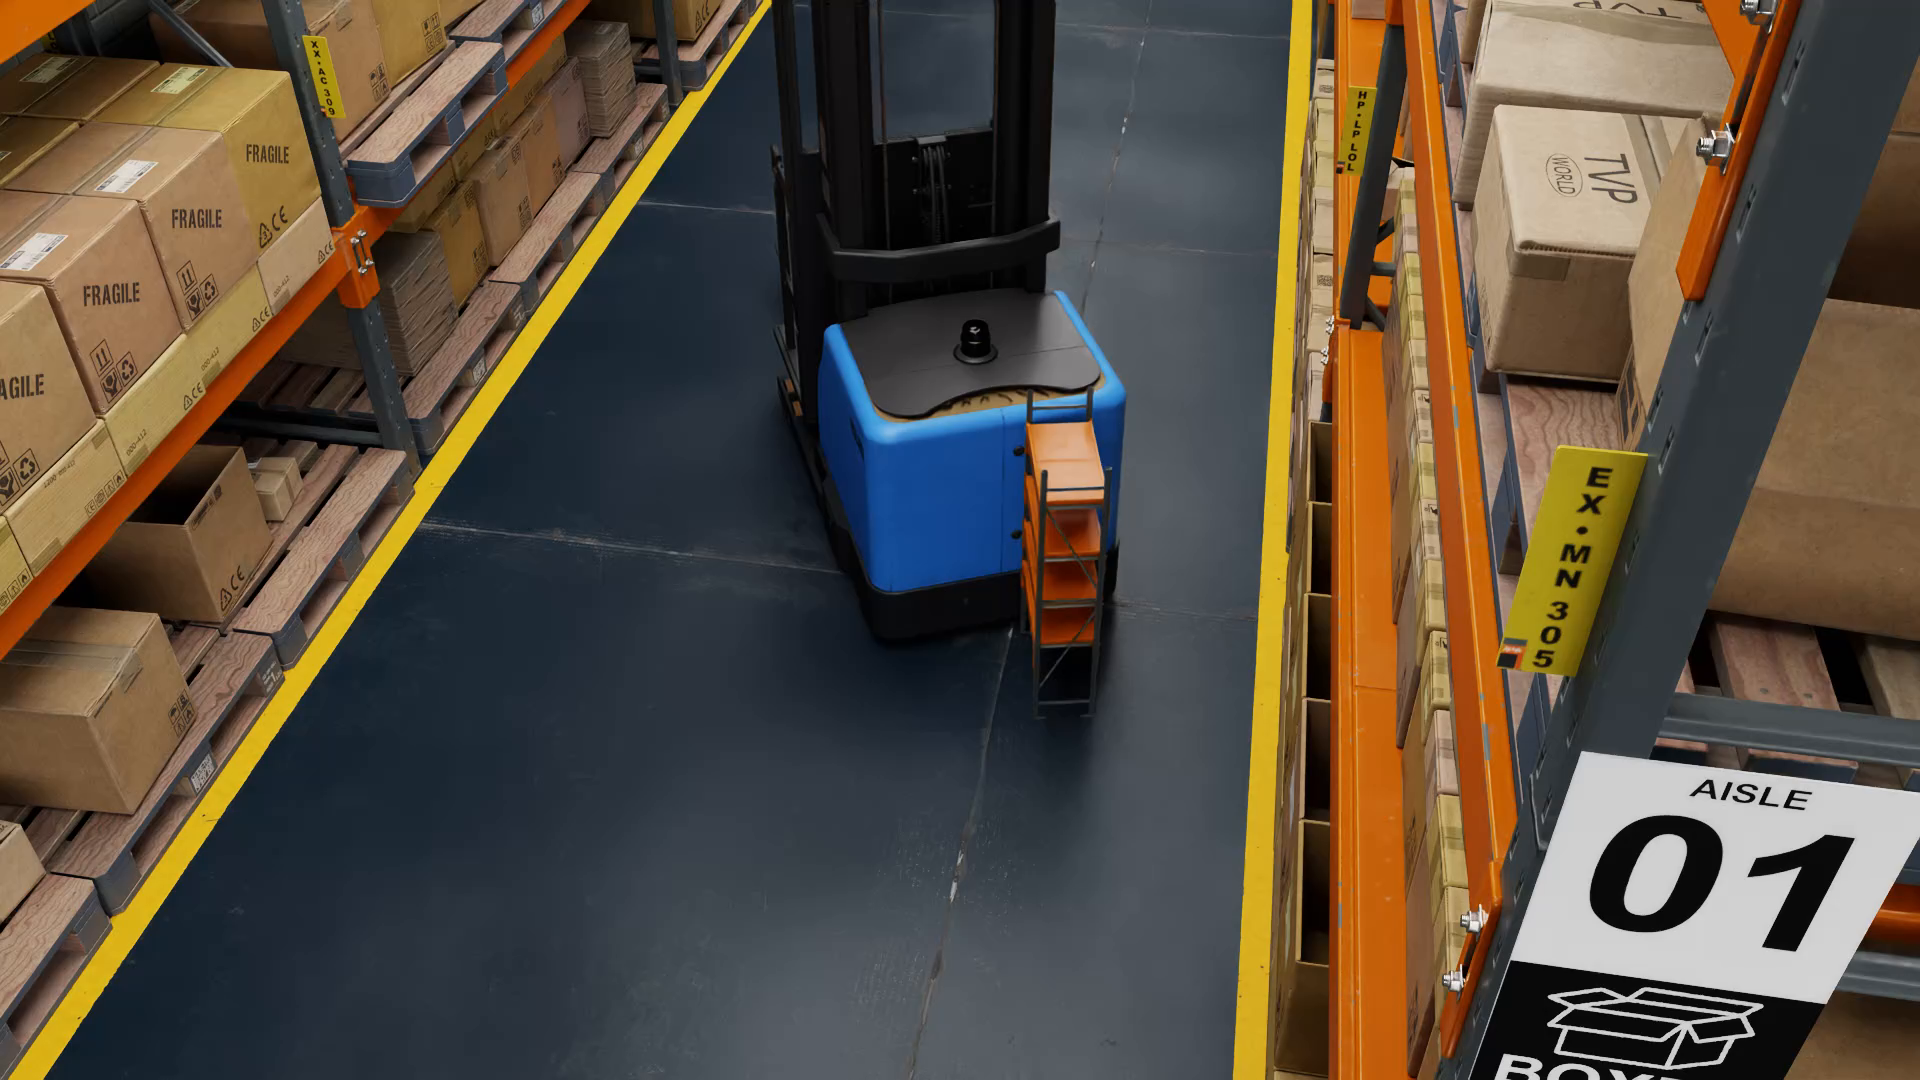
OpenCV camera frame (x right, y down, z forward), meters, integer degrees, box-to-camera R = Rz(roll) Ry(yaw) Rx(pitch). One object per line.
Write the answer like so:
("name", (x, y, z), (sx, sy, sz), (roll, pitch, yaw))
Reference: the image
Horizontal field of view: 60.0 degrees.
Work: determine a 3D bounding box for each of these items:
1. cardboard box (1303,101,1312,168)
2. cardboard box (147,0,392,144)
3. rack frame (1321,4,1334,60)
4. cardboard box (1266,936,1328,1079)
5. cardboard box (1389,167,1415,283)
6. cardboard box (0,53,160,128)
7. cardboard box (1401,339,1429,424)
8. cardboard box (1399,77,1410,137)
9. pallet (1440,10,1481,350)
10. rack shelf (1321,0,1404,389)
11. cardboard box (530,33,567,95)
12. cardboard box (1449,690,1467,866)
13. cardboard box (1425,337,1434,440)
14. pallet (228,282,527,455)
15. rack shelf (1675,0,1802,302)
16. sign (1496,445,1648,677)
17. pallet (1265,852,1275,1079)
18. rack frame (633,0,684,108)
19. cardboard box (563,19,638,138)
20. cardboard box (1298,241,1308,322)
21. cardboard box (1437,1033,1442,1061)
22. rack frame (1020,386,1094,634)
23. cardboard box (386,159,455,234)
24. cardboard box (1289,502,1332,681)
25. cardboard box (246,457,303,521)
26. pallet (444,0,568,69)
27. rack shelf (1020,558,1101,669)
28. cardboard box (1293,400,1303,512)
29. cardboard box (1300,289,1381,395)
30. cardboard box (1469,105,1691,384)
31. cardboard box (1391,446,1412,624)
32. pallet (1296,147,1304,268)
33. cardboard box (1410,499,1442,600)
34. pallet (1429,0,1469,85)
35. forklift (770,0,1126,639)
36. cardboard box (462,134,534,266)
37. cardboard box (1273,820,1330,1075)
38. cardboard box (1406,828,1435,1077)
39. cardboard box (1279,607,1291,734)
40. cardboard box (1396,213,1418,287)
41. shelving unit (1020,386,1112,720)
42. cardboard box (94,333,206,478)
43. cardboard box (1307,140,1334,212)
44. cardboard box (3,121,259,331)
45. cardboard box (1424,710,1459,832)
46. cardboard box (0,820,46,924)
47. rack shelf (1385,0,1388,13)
("cardboard box", (2.224, -2.261, 9.459), (0.500, 0.250, 0.500), (6, 40, 8))
("cardboard box", (-2.847, -2.012, 6.906), (0.700, 0.500, 0.500), (7, 40, 8))
("rack frame", (2.604, -3.455, 9.075), (1.000, 3.000, 0.127), (6, 40, 8))
("cardboard box", (1.180, 1.465, 4.952), (0.500, 0.250, 0.500), (6, 40, 8))
("cardboard box", (1.954, -1.200, 6.466), (0.500, 0.250, 0.500), (9, 40, 10))
("cardboard box", (-3.255, -1.455, 6.170), (0.500, 0.500, 0.500), (6, 40, 7))
("cardboard box", (1.498, -0.444, 4.846), (0.380, 0.149, 0.250), (5, 40, 6))
("cardboard box", (2.238, -2.108, 7.367), (0.500, 0.500, 0.500), (6, 40, 8))
("pallet", (1.576, -0.765, 3.536), (1.003, 0.211, 1.213), (6, 40, 8))
("rack shelf", (2.257, -1.922, 7.786), (1.077, 0.370, 4.000), (6, 40, 8))
("cardboard box", (-2.510, -2.685, 9.172), (0.500, 0.250, 0.500), (7, 40, 9))
("cardboard box", (1.407, 0.372, 3.350), (0.700, 0.500, 0.500), (5, 40, 7))
("cardboard box", (1.667, -0.572, 4.492), (0.700, 0.500, 0.500), (6, 40, 8))
("pallet", (-2.835, -0.902, 8.176), (1.003, 0.211, 1.213), (6, 40, 8))
("rack shelf", (1.565, -1.570, 2.965), (1.077, 0.370, 4.000), (6, 40, 8))
("sign", (0.687, 0.031, 1.872), (0.100, 0.325, 0.005), (6, 40, 8))
("pallet", (1.524, 1.393, 5.400), (1.003, 0.211, 1.213), (6, 40, 8))
("rack frame", (-2.276, -3.999, 9.732), (1.000, 3.000, 0.127), (6, 40, 8))
("cardboard box", (-2.349, -2.747, 9.835), (0.700, 0.500, 0.500), (7, 40, 8))
("cardboard box", (1.964, -1.296, 8.292), (0.500, 0.250, 0.500), (7, 40, 9))
("cardboard box", (1.098, 1.017, 3.079), (0.380, 0.149, 0.250), (6, 40, 7))
("rack frame", (0.364, -0.087, 6.414), (0.240, 1.200, 0.015), (-2, 40, -3))
("cardboard box", (-2.784, -1.724, 8.009), (0.500, 0.250, 0.500), (6, 40, 7))
("cardboard box", (1.444, 0.236, 5.851), (0.500, 0.500, 0.500), (6, 40, 8))
("cardboard box", (-3.031, -0.227, 7.049), (0.380, 0.166, 0.250), (2, 40, 2))
("pallet", (-2.578, -2.678, 8.285), (1.003, 0.211, 1.213), (6, 40, 8))
("rack shelf", (0.381, 0.273, 6.396), (0.258, 0.148, 0.480), (-2, 40, -3))
("cardboard box", (1.698, -0.339, 7.134), (0.500, 0.250, 0.500), (6, 40, 7))
("cardboard box", (1.783, -0.876, 7.343), (0.500, 0.311, 0.500), (7, 40, 9))
("cardboard box", (1.159, -0.500, 2.825), (0.500, 0.250, 0.500), (6, 40, 8))
("cardboard box", (1.665, -0.058, 4.887), (0.700, 0.500, 0.500), (7, 40, 8))
("pallet", (2.423, -1.868, 9.343), (1.003, 0.211, 1.213), (6, 40, 8))
("cardboard box", (1.364, 0.043, 4.257), (0.380, 0.149, 0.250), (6, 40, 7))
("pallet", (1.789, -1.528, 4.460), (1.003, 0.211, 1.213), (6, 40, 8))
("forklift", (-0.242, -1.680, 6.982), (1.130, 2.935, 3.031), (-10, 41, -12))
("cardboard box", (-2.689, -1.804, 8.694), (0.700, 0.500, 0.500), (7, 40, 8))
("cardboard box", (1.177, 1.176, 4.713), (0.500, 0.500, 0.500), (6, 40, 8))
("cardboard box", (1.399, 0.906, 3.722), (0.700, 0.500, 0.500), (7, 40, 9))
("cardboard box", (1.441, 0.524, 6.090), (0.500, 0.250, 0.500), (6, 40, 8))
("cardboard box", (1.631, -0.928, 5.431), (0.380, 0.149, 0.250), (7, 40, 8))
("shelving unit", (0.381, 0.068, 6.226), (0.258, 1.200, 0.503), (-2, 40, -3))
("cardboard box", (-2.918, -0.478, 5.577), (0.500, 0.250, 0.500), (6, 40, 7))
("cardboard box", (2.051, -1.826, 8.493), (0.500, 0.311, 0.500), (5, 40, 6))
("cardboard box", (-2.826, -1.083, 5.719), (0.500, 0.500, 0.500), (6, 40, 7))
("cardboard box", (1.231, 0.534, 3.663), (0.380, 0.149, 0.250), (7, 40, 8))
("cardboard box", (-3.353, 1.107, 5.322), (0.500, 0.311, 0.500), (10, 41, 11))
("rack shelf", (2.257, -3.078, 6.830), (1.077, 0.370, 4.000), (6, 40, 8))
